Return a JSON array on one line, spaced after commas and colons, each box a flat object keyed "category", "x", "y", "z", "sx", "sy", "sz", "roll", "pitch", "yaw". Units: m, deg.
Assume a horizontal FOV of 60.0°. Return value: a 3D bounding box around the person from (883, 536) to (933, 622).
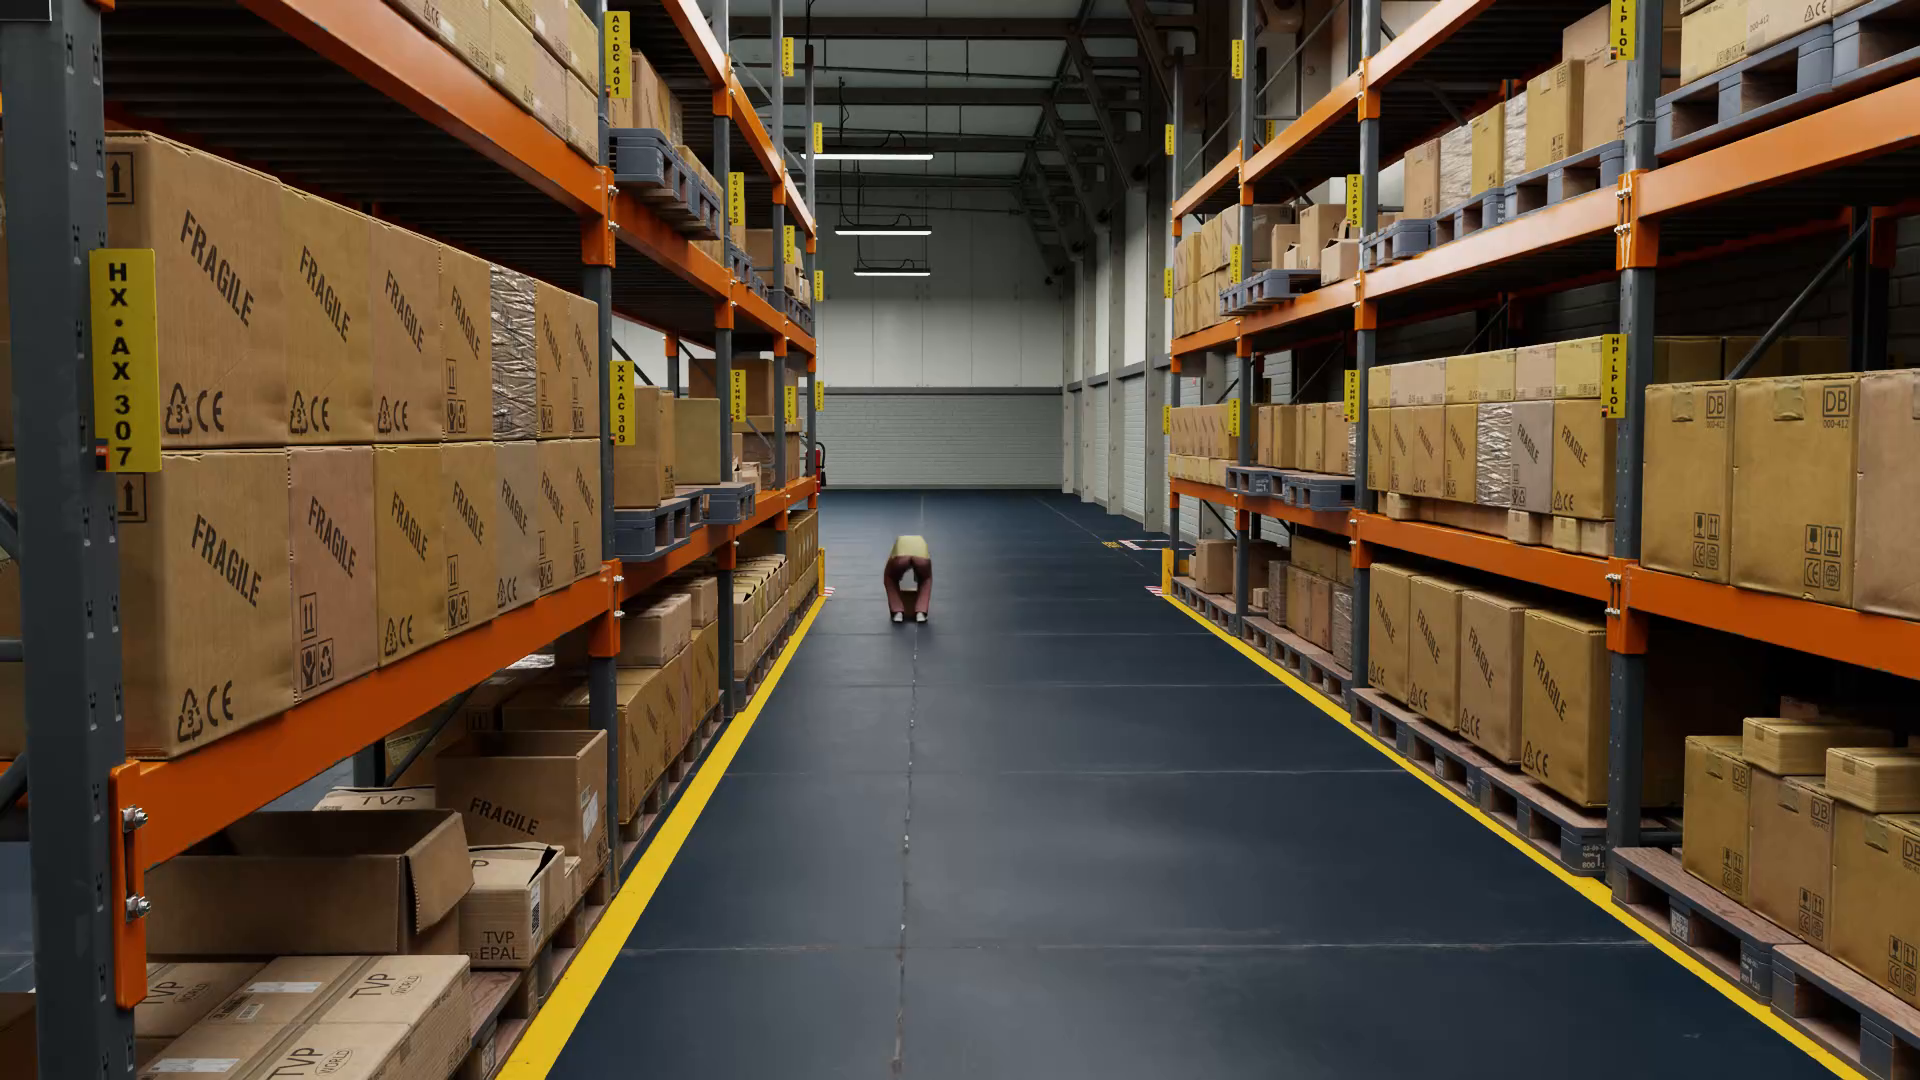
[{"category": "person", "x": -0.499, "y": 0.367, "z": 16.043, "sx": 0.477, "sy": 0.827, "sz": 0.858, "roll": 0, "pitch": 4, "yaw": -4}]
